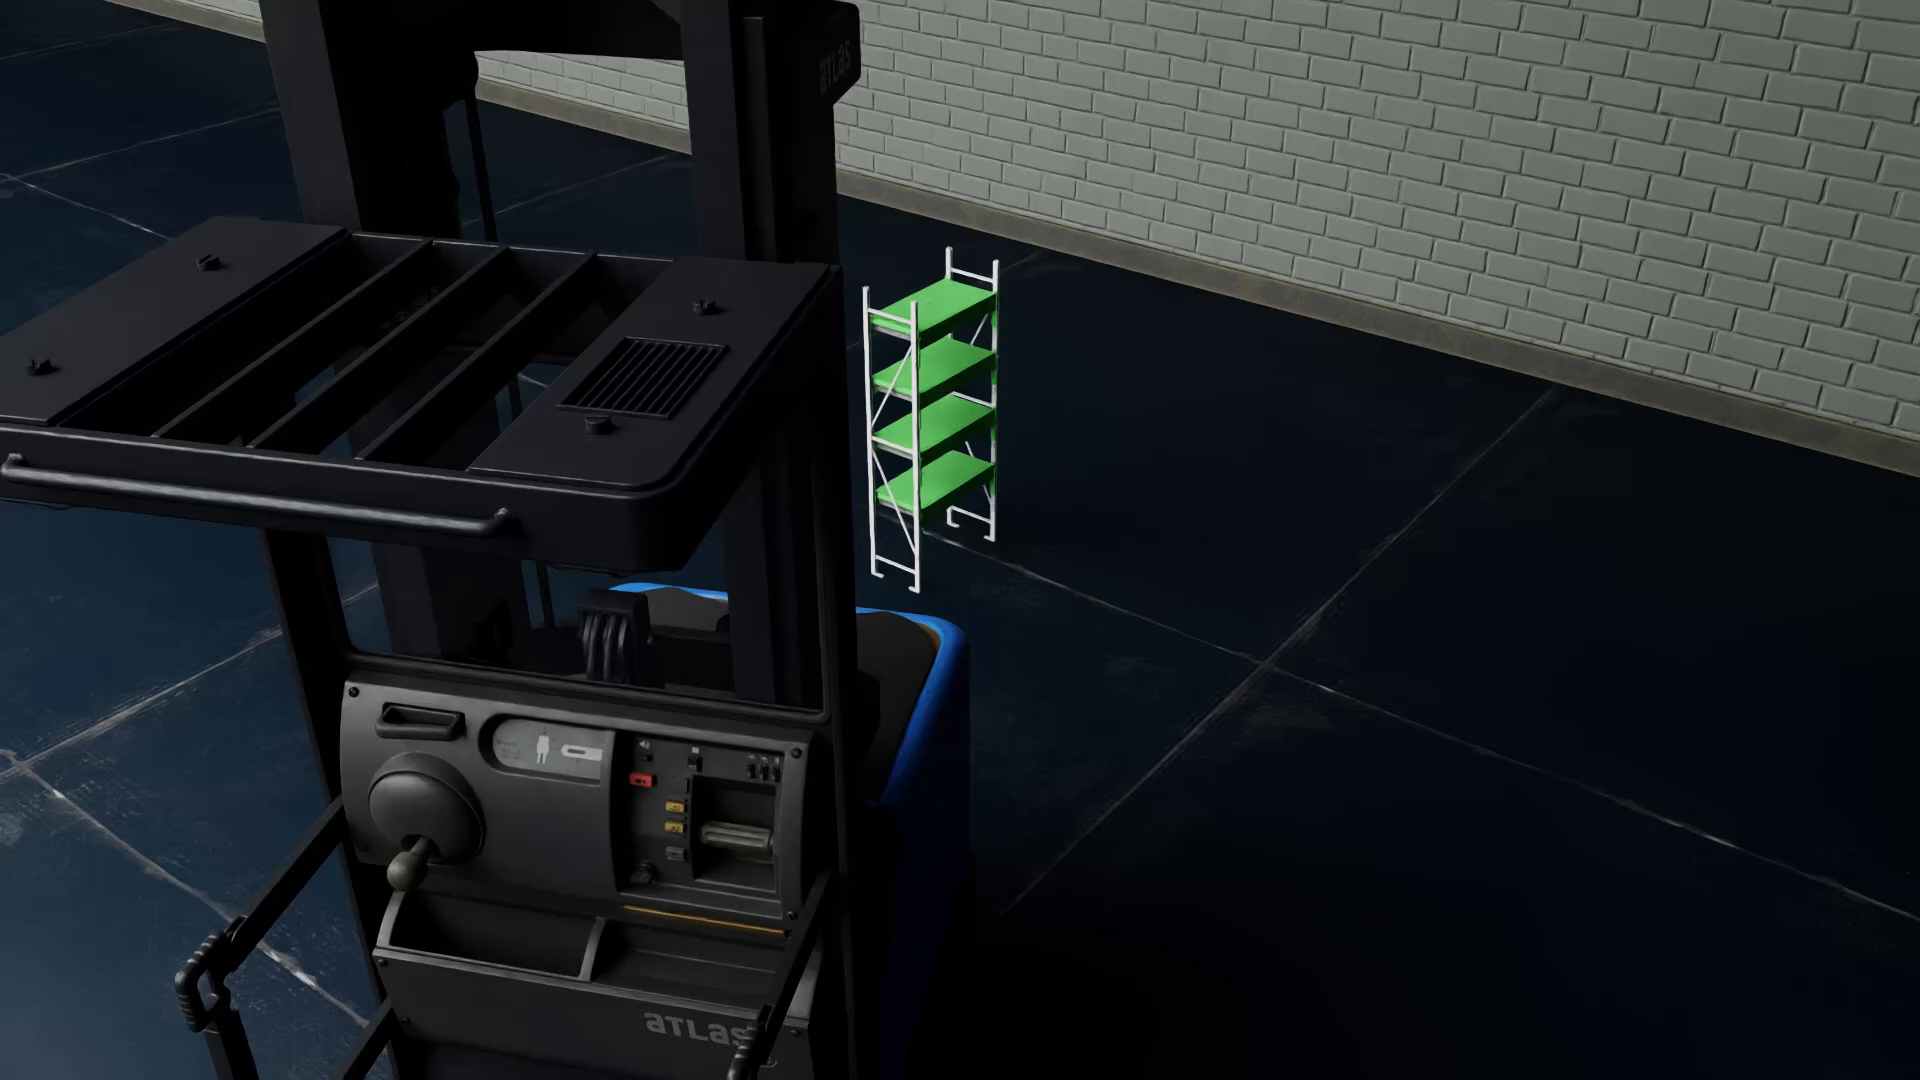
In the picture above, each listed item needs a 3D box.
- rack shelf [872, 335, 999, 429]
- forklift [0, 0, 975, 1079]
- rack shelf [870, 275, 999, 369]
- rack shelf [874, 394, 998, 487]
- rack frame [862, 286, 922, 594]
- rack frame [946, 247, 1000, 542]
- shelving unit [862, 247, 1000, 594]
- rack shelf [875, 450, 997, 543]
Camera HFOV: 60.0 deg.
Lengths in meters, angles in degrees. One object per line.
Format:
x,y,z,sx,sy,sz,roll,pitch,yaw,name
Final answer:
-0.100,-0.600,6.241,0.258,0.148,0.480,21,37,31,rack shelf
-0.776,0.547,2.952,1.130,2.935,3.031,6,31,11,forklift
-0.100,-0.807,6.118,0.258,0.148,0.480,21,37,31,rack shelf
-0.100,-0.394,6.363,0.258,0.148,0.480,21,37,31,rack shelf
-0.247,-0.350,6.163,0.240,1.200,0.015,21,37,31,rack frame
0.047,-0.548,6.498,0.240,1.200,0.015,21,37,31,rack frame
-0.100,-0.449,6.331,0.258,1.200,0.503,21,37,31,shelving unit
-0.100,-0.187,6.486,0.258,0.148,0.480,21,37,31,rack shelf
